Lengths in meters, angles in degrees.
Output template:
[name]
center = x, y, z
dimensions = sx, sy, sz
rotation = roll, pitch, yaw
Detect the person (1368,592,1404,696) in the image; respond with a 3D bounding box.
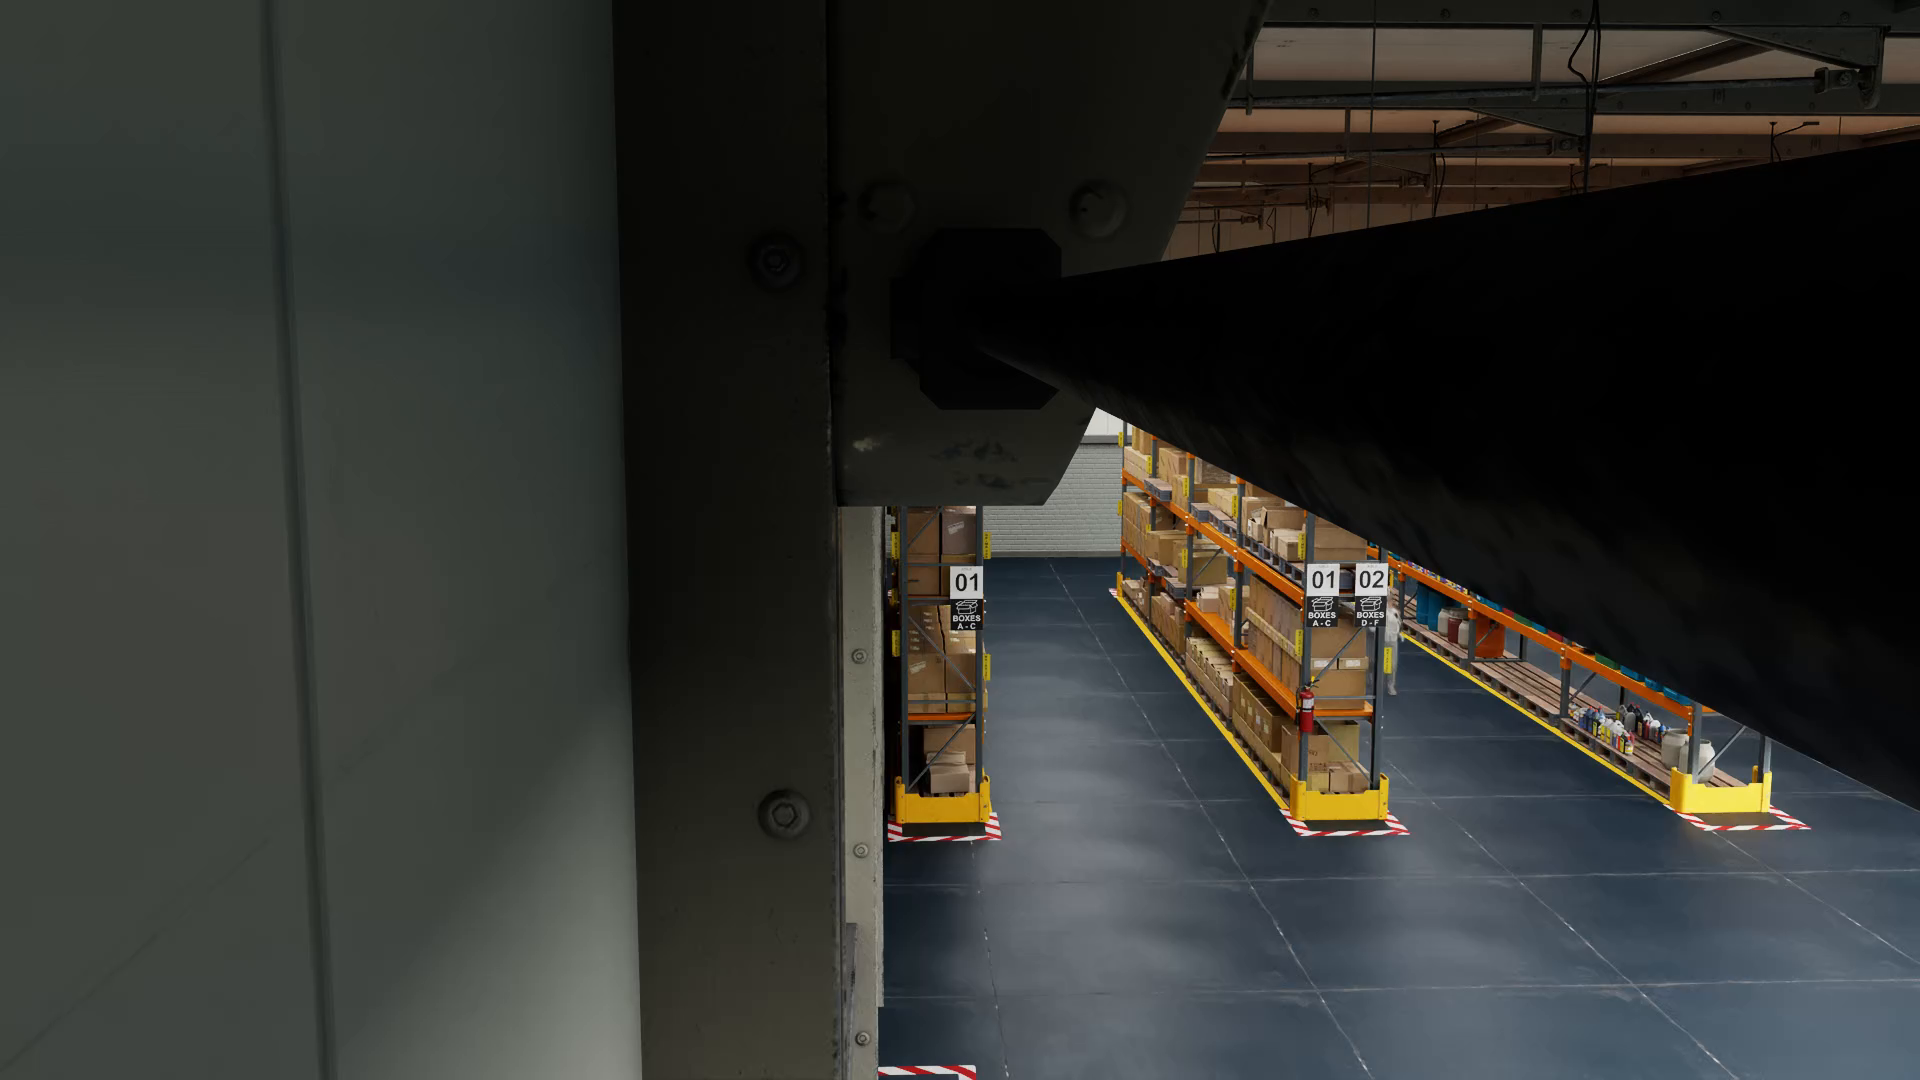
[person]
center = 7.003, 1.672, 27.330
dimensions = 0.625, 1.661, 0.838
rotation = -1, 8, -9
